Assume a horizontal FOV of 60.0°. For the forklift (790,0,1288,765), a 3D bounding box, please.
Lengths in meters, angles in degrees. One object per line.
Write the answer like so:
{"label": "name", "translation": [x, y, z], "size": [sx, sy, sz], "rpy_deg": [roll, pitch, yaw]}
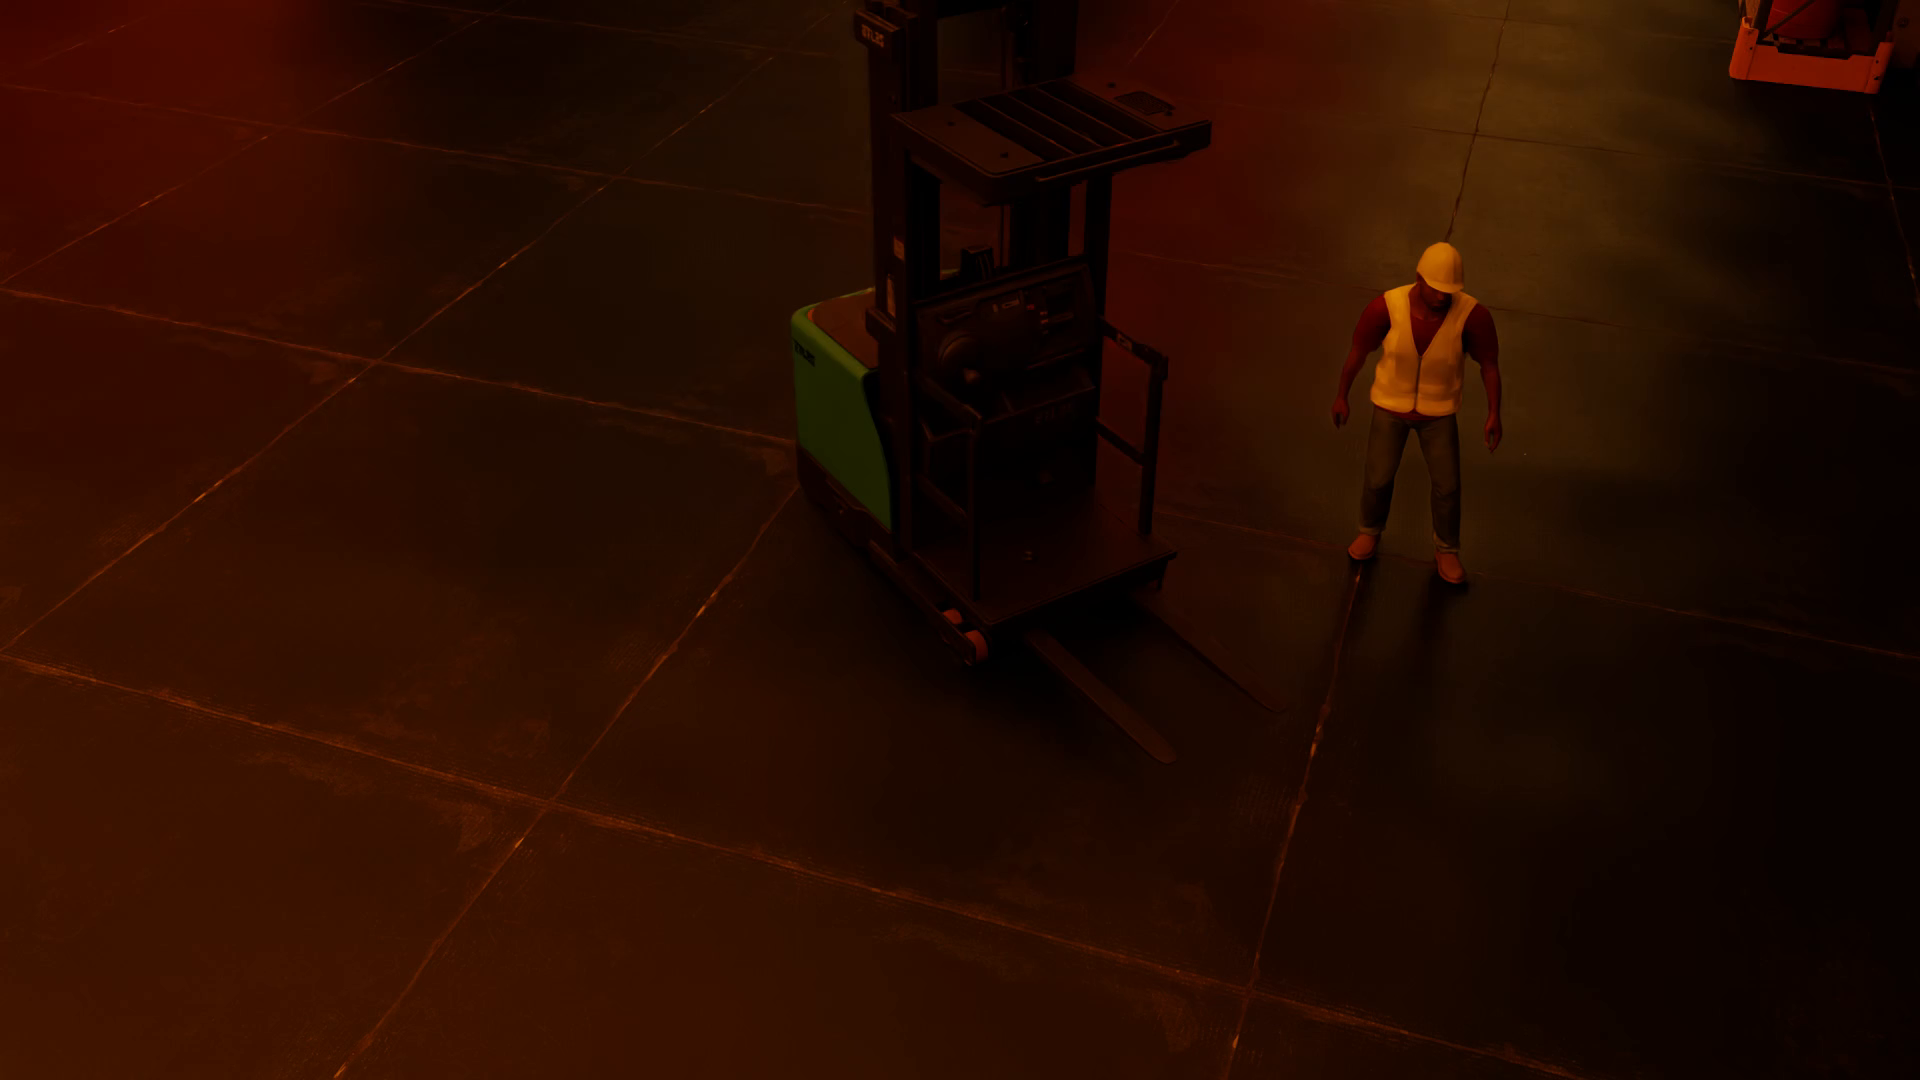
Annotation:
{"label": "forklift", "translation": [0.335, -0.918, 7.406], "size": [1.130, 2.935, 3.031], "rpy_deg": [-20, 40, -26]}

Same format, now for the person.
{"label": "person", "translation": [2.208, -0.631, 8.030], "size": [0.807, 1.745, 0.412], "rpy_deg": [8, 36, 12]}
